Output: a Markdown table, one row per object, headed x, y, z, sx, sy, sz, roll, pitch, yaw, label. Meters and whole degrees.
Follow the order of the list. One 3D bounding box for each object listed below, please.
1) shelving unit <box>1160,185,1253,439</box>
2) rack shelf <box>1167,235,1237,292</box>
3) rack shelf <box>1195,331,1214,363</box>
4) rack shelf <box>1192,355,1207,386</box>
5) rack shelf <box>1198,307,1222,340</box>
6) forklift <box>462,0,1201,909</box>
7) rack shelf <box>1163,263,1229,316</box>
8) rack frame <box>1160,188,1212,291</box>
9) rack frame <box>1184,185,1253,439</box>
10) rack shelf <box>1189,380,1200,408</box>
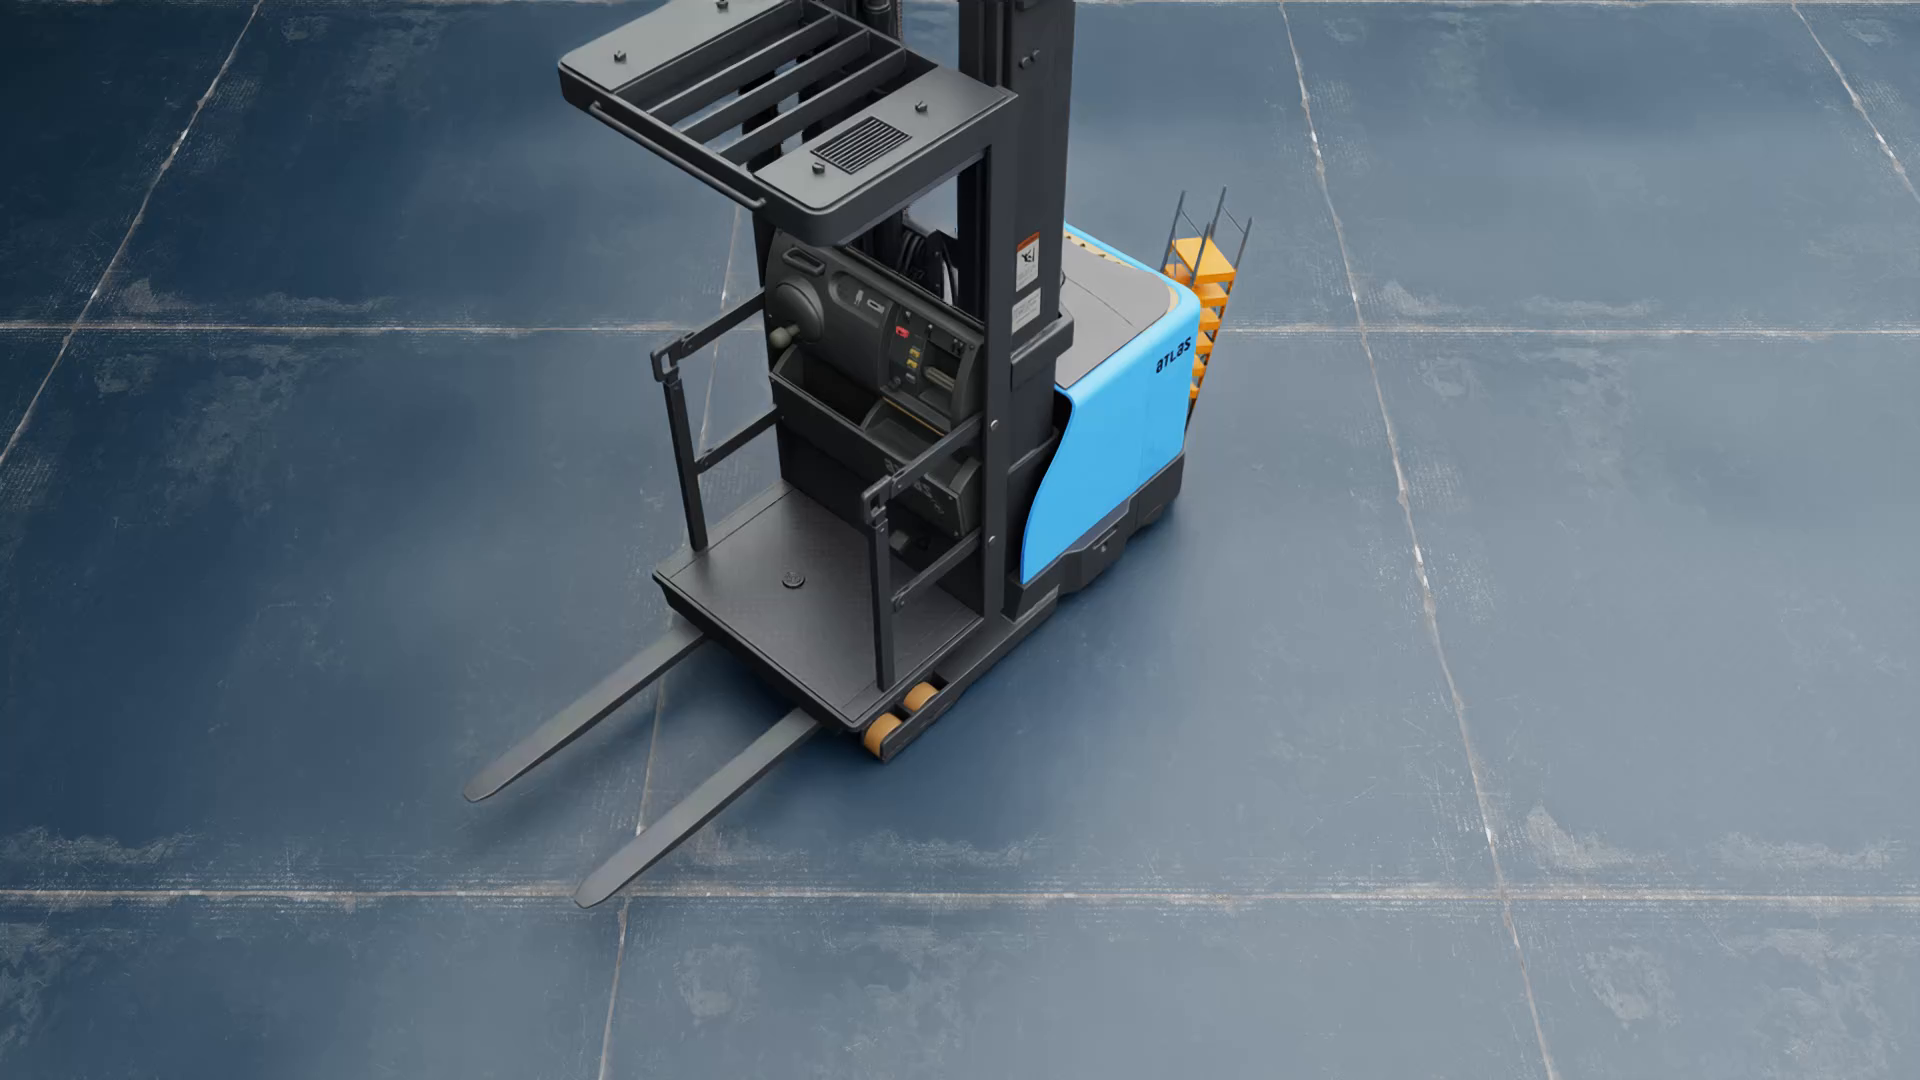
| x | y | z | sx | sy | sz | roll | pitch | yaw | label |
| --- | --- | --- | --- | --- | --- | --- | --- | --- | --- |
| 0.905 | -0.865 | 6.805 | 0.189 | 1.200 | 0.258 | -9 | 47 | -20 | shelving unit |
| 0.951 | -1.089 | 6.588 | 0.180 | 0.103 | 0.258 | -9 | 47 | -20 | rack shelf |
| 0.899 | -0.833 | 6.835 | 0.180 | 0.103 | 0.258 | -9 | 47 | -20 | rack shelf |
| 0.882 | -0.747 | 6.918 | 0.180 | 0.103 | 0.258 | -9 | 47 | -20 | rack shelf |
| 0.916 | -0.918 | 6.753 | 0.180 | 0.103 | 0.258 | -9 | 47 | -20 | rack shelf |
| -0.446 | -0.627 | 5.412 | 1.130 | 2.935 | 3.031 | 34 | 56 | 27 | forklift |
| 0.933 | -1.004 | 6.670 | 0.180 | 0.103 | 0.258 | -9 | 47 | -20 | rack shelf |
| 0.821 | -0.851 | 6.773 | 0.006 | 1.200 | 0.240 | -9 | 47 | -20 | rack frame |
| 0.990 | -0.878 | 6.836 | 0.006 | 1.200 | 0.240 | -9 | 47 | -20 | rack frame |
| 0.865 | -0.662 | 7.000 | 0.180 | 0.103 | 0.258 | -9 | 47 | -20 | rack shelf |
